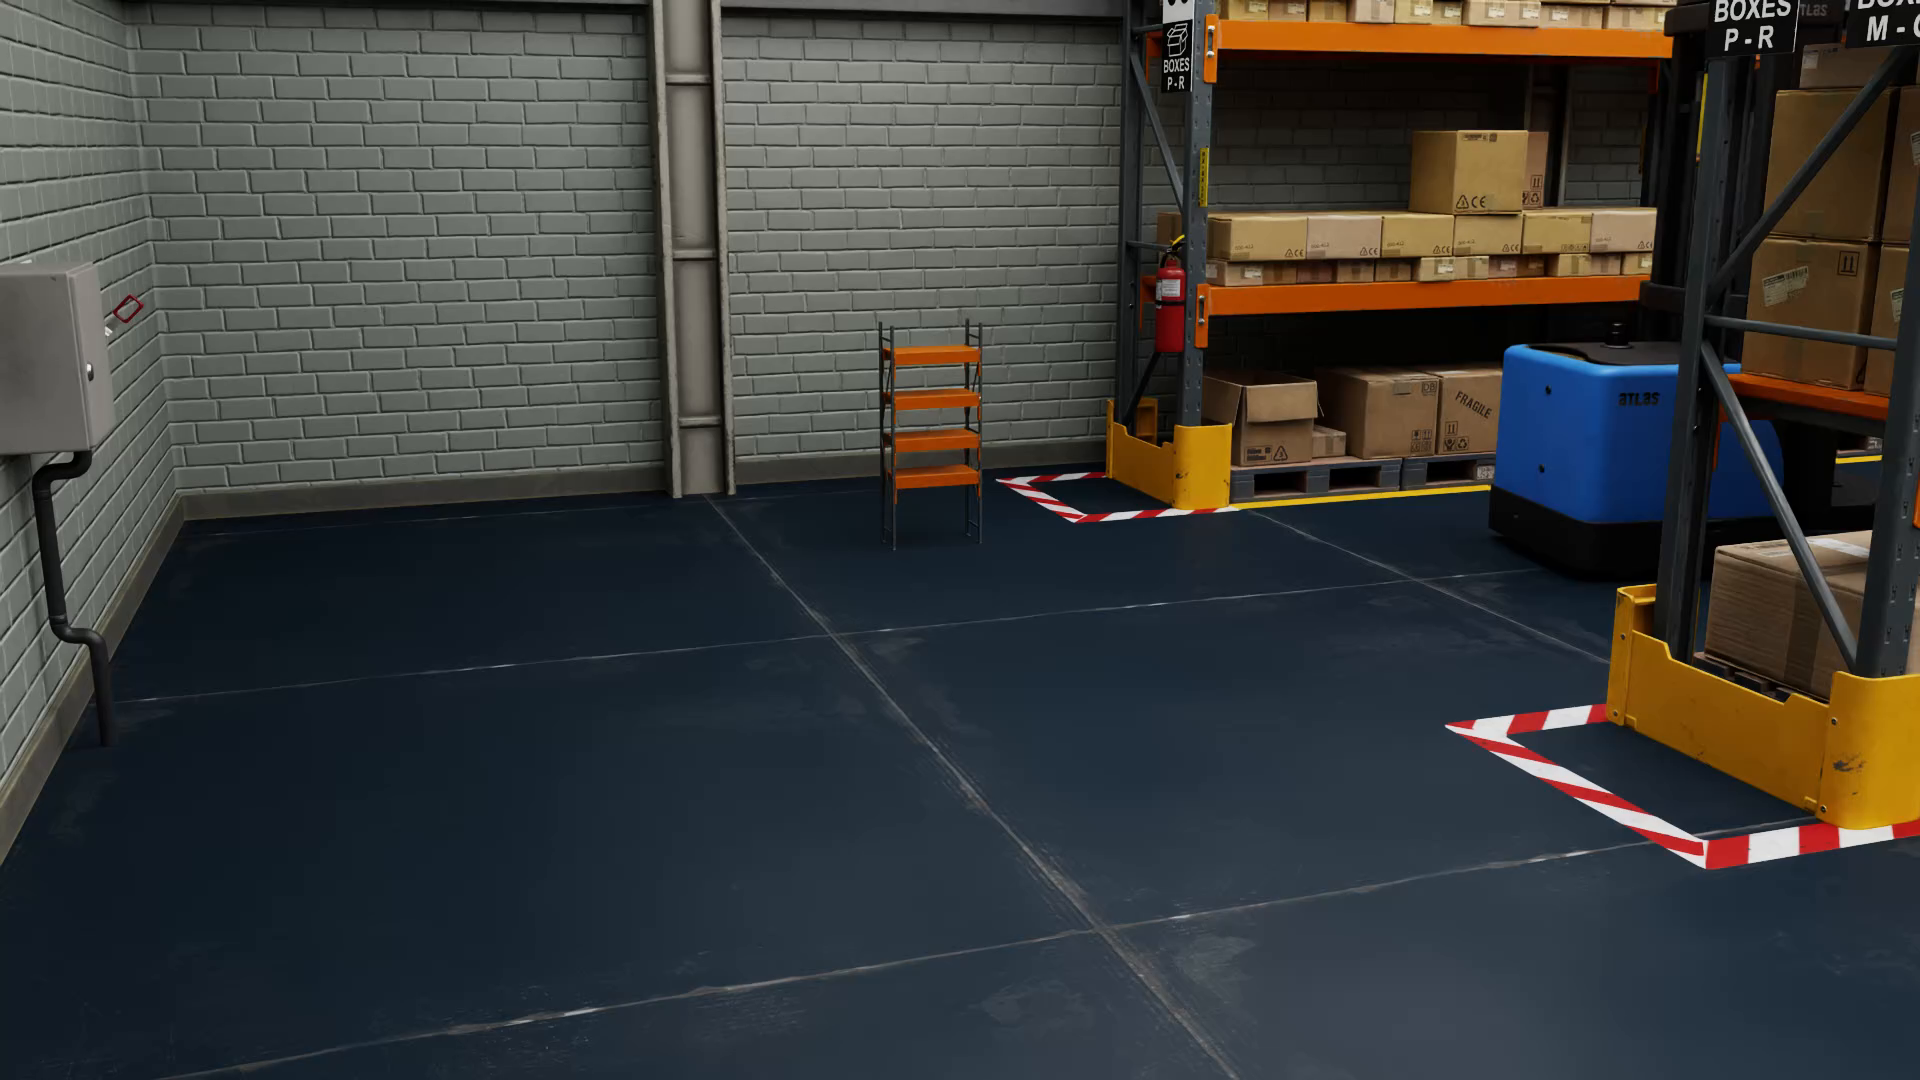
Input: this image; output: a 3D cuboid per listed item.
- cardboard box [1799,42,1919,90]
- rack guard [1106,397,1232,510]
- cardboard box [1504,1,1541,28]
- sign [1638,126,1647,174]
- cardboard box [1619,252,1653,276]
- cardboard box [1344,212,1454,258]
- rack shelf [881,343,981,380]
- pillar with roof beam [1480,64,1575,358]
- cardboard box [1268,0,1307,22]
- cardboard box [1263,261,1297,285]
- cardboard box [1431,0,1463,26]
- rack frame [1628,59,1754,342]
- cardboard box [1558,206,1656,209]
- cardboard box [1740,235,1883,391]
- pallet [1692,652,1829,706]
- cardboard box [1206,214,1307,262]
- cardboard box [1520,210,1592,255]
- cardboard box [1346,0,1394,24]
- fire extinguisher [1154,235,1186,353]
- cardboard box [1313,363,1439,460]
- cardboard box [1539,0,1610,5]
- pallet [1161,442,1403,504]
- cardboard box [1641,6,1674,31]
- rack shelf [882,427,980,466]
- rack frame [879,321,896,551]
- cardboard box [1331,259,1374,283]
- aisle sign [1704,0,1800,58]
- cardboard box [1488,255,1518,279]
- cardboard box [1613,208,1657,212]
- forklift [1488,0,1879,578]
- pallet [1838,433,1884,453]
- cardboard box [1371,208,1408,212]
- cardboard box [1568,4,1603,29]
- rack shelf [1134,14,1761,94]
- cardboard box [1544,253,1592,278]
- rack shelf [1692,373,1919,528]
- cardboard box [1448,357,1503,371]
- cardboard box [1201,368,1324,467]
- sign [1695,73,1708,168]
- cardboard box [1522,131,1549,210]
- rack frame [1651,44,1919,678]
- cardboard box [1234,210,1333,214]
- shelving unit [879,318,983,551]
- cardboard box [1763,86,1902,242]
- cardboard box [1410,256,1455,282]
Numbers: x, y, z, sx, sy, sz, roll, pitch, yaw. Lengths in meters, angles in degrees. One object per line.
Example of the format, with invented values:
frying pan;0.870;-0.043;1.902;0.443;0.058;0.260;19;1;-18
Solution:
cardboard box;3.078;-1.599;5.603;0.250;0.149;0.380;-4;14;-17
rack guard;1.287;-0.555;10.398;0.348;0.500;1.175;-4;14;-18
cardboard box;3.310;-3.187;10.119;0.250;0.149;0.380;-4;14;-17
sign;4.826;-2.746;11.703;0.005;0.325;0.100;-4;14;-18
cardboard box;4.306;-1.812;10.820;0.250;0.149;0.380;-4;14;-17
cardboard box;2.688;-1.887;10.277;0.500;0.250;0.500;-5;14;-19
rack shelf;-0.157;-0.954;8.862;0.480;0.148;0.258;-4;14;-18
pillar with roof beam;5.432;-4.182;7.277;0.400;9.000;9.100;-4;14;-18
cardboard box;1.831;-3.101;9.757;0.250;0.149;0.380;-4;14;-17
cardboard box;1.840;-1.637;10.085;0.250;0.149;0.380;-4;14;-17
cardboard box;2.810;-3.164;10.025;0.250;0.149;0.380;-5;14;-19
rack frame;5.006;-2.061;11.326;0.127;3.000;1.000;-4;14;-18
cardboard box;4.451;-2.156;11.404;0.500;0.250;0.500;-5;14;-19
cardboard box;3.174;-0.820;5.891;0.500;0.500;0.500;-4;14;-18
pallet;3.535;0.603;6.152;1.213;0.211;1.003;-4;14;-18
cardboard box;1.731;-1.812;9.960;0.500;0.250;0.500;-4;14;-18
cardboard box;3.654;-1.968;10.614;0.500;0.250;0.500;-5;14;-18
cardboard box;2.349;-3.112;9.803;0.250;0.149;0.380;-4;14;-17
fire extinguisher;1.223;-1.435;9.665;0.183;0.674;0.296;-4;14;-18
cardboard box;2.648;-0.833;10.657;0.500;0.500;0.700;-4;14;-16
cardboard box;3.650;-3.426;10.262;0.500;0.250;0.500;-4;14;-17
pallet;2.042;-0.474;10.679;1.213;0.211;1.003;-4;14;-18
cardboard box;4.269;-3.272;10.476;0.250;0.149;0.380;-4;14;-16
rack shelf;-0.157;-0.506;8.968;0.480;0.148;0.258;-4;14;-18
rack frame;-0.388;-0.553;8.877;0.015;1.200;0.240;-4;14;-18
cardboard box;2.337;-1.669;10.220;0.250;0.149;0.380;-4;14;-16
aisle sign;2.635;-2.005;5.472;0.004;0.787;0.394;-4;14;-18
cardboard box;3.316;-1.750;10.561;0.250;0.149;0.380;-4;14;-18
cardboard box;4.601;-2.042;10.926;0.500;0.250;0.500;-4;14;-17
forklift;4.458;-1.380;8.611;3.031;2.935;1.130;-2;14;-10
pallet;6.923;-0.864;12.318;1.213;0.211;1.003;-4;14;-18
cardboard box;3.022;-2.042;10.925;0.500;0.250;0.500;-4;14;-18
cardboard box;3.772;-3.241;10.348;0.250;0.149;0.380;-4;14;-16
rack shelf;3.111;-3.023;10.442;4.000;0.370;1.077;-4;14;-18
cardboard box;3.816;-1.773;10.658;0.250;0.149;0.380;-5;14;-19
rack shelf;4.697;-0.475;6.213;4.000;0.370;1.077;-4;14;-18
cardboard box;3.631;-0.910;10.979;0.500;0.500;0.700;-5;14;-20
cardboard box;1.825;-0.780;10.428;0.637;0.503;0.797;-5;14;-20
sign;2.642;-1.476;5.853;0.005;0.325;0.100;-4;14;-18
cardboard box;3.510;-2.446;11.005;0.500;0.500;0.500;-5;14;-20
rack frame;2.802;-0.678;5.509;0.127;3.000;1.000;-4;14;-18
cardboard box;2.055;-1.968;10.614;0.500;0.250;0.500;-4;14;-18
shelving unit;-0.157;-0.571;8.953;0.503;1.200;0.258;-4;14;-18
cardboard box;3.183;-1.300;5.751;0.500;0.500;0.500;-4;14;-16
cardboard box;2.851;-1.692;10.317;0.250;0.149;0.380;-5;14;-20
